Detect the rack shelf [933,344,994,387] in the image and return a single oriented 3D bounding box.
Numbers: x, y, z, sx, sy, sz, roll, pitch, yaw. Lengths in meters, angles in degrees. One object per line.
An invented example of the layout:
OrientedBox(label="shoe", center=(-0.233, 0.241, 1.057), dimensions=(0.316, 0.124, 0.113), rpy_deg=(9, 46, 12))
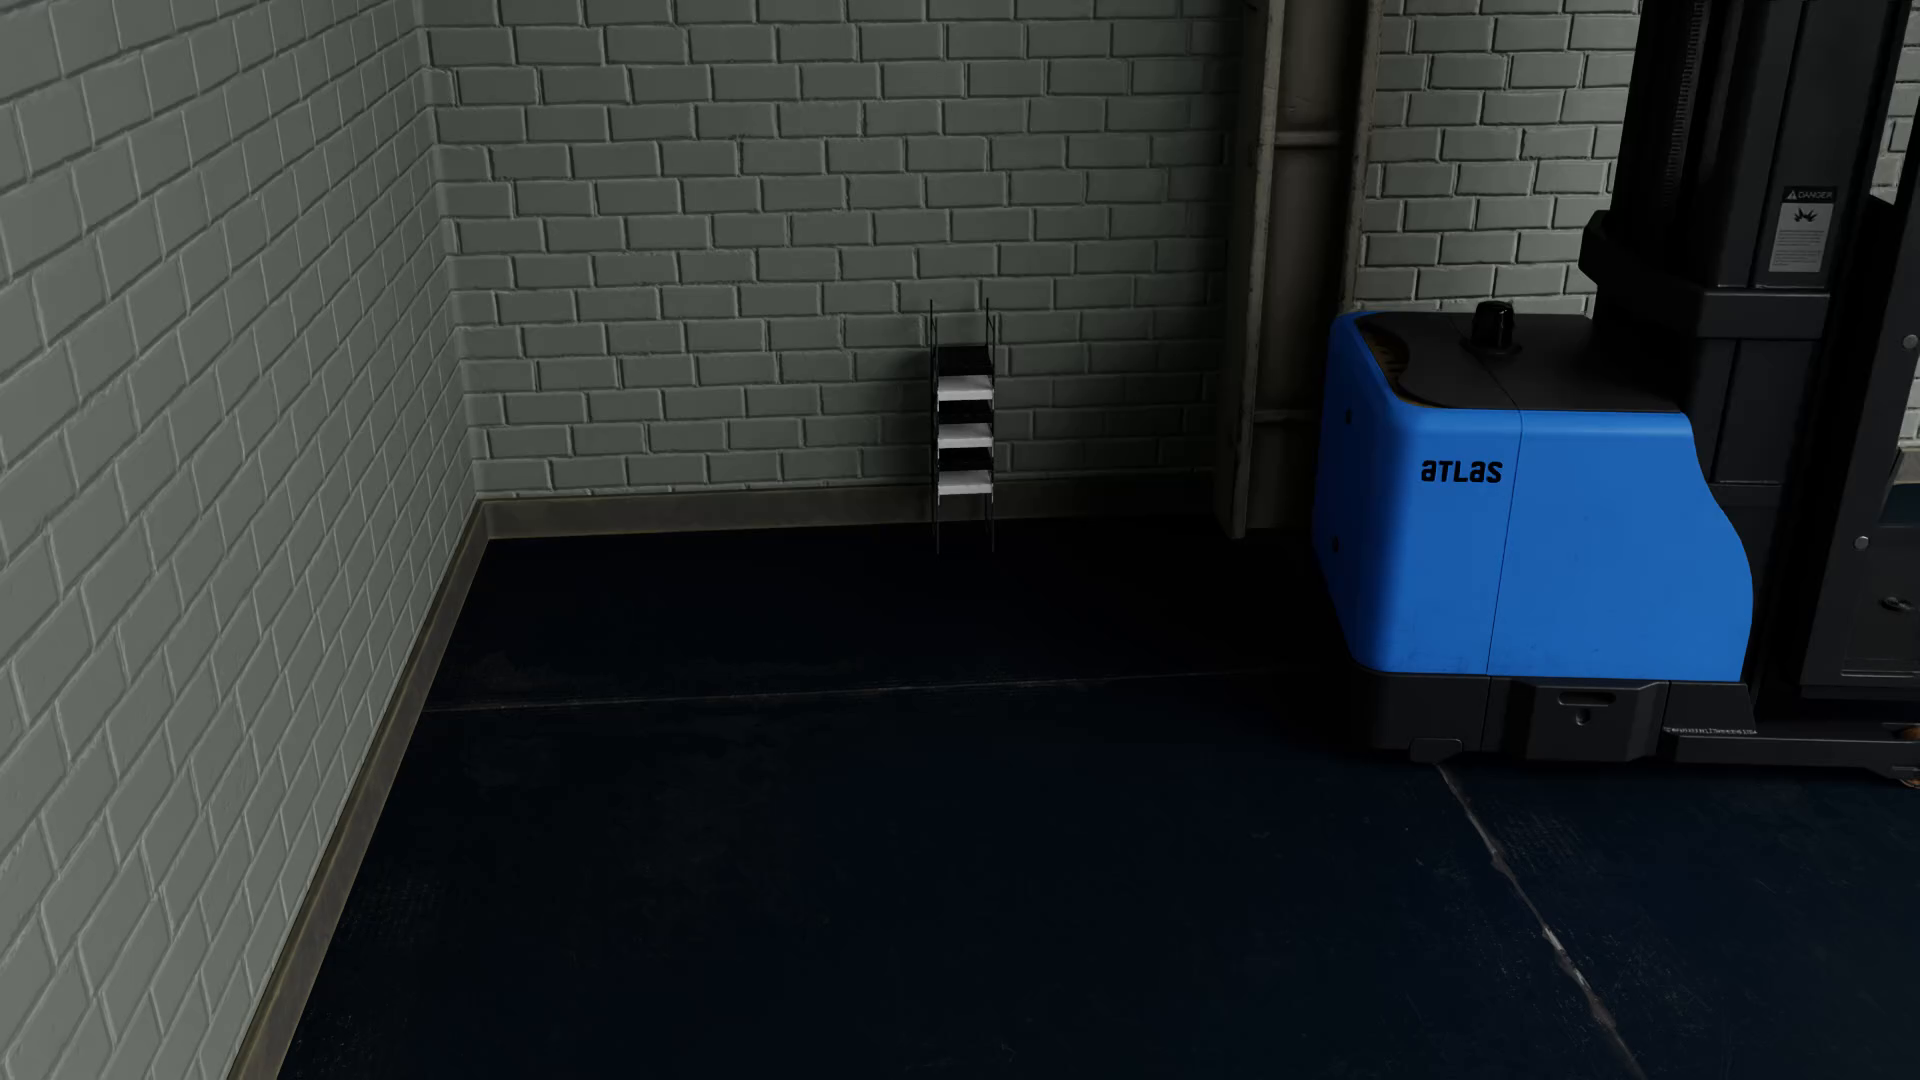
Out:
OrientedBox(label="rack shelf", center=(0.008, -0.628, 5.972), dimensions=(0.200, 0.077, 0.258), rpy_deg=(-2, 24, -5))

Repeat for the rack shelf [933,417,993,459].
OrientedBox(label="rack shelf", center=(0.008, -0.381, 6.081), dimensions=(0.200, 0.077, 0.258), rpy_deg=(-2, 24, -5))

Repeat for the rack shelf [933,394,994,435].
OrientedBox(label="rack shelf", center=(0.008, -0.463, 6.045), dimensions=(0.200, 0.077, 0.258), rpy_deg=(-2, 24, -5))

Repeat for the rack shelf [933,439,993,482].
OrientedBox(label="rack shelf", center=(0.008, -0.299, 6.118), dimensions=(0.200, 0.077, 0.258), rpy_deg=(-2, 24, -5))

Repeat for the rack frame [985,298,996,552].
OrientedBox(label="rack frame", center=(0.109, -0.416, 6.077), dimensions=(0.006, 0.900, 0.240), rpy_deg=(-2, 24, -5))

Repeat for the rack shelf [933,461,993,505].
OrientedBox(label="rack shelf", center=(0.008, -0.217, 6.155), dimensions=(0.200, 0.077, 0.258), rpy_deg=(-2, 24, -5))

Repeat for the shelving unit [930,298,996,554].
OrientedBox(label="shelving unit", center=(0.008, -0.412, 6.068), dimensions=(0.210, 0.900, 0.258), rpy_deg=(-2, 24, -5))

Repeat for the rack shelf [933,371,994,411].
OrientedBox(label="rack shelf", center=(0.008, -0.546, 6.008), dimensions=(0.200, 0.077, 0.258), rpy_deg=(-2, 24, -5))

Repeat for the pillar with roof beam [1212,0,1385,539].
OrientedBox(label="pillar with roof beam", center=(1.620, -2.446, 0.675), dimensions=(0.400, 9.000, 9.100), rpy_deg=(-2, 24, -5))

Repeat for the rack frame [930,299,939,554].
OrientedBox(label="rack frame", center=(-0.093, -0.407, 6.059), dimensions=(0.006, 0.900, 0.240), rpy_deg=(-2, 24, -5))

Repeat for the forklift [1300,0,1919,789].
OrientedBox(label="forklift", center=(2.637, -0.859, 4.575), dimensions=(3.031, 2.935, 1.130), rpy_deg=(1, 24, 3))
